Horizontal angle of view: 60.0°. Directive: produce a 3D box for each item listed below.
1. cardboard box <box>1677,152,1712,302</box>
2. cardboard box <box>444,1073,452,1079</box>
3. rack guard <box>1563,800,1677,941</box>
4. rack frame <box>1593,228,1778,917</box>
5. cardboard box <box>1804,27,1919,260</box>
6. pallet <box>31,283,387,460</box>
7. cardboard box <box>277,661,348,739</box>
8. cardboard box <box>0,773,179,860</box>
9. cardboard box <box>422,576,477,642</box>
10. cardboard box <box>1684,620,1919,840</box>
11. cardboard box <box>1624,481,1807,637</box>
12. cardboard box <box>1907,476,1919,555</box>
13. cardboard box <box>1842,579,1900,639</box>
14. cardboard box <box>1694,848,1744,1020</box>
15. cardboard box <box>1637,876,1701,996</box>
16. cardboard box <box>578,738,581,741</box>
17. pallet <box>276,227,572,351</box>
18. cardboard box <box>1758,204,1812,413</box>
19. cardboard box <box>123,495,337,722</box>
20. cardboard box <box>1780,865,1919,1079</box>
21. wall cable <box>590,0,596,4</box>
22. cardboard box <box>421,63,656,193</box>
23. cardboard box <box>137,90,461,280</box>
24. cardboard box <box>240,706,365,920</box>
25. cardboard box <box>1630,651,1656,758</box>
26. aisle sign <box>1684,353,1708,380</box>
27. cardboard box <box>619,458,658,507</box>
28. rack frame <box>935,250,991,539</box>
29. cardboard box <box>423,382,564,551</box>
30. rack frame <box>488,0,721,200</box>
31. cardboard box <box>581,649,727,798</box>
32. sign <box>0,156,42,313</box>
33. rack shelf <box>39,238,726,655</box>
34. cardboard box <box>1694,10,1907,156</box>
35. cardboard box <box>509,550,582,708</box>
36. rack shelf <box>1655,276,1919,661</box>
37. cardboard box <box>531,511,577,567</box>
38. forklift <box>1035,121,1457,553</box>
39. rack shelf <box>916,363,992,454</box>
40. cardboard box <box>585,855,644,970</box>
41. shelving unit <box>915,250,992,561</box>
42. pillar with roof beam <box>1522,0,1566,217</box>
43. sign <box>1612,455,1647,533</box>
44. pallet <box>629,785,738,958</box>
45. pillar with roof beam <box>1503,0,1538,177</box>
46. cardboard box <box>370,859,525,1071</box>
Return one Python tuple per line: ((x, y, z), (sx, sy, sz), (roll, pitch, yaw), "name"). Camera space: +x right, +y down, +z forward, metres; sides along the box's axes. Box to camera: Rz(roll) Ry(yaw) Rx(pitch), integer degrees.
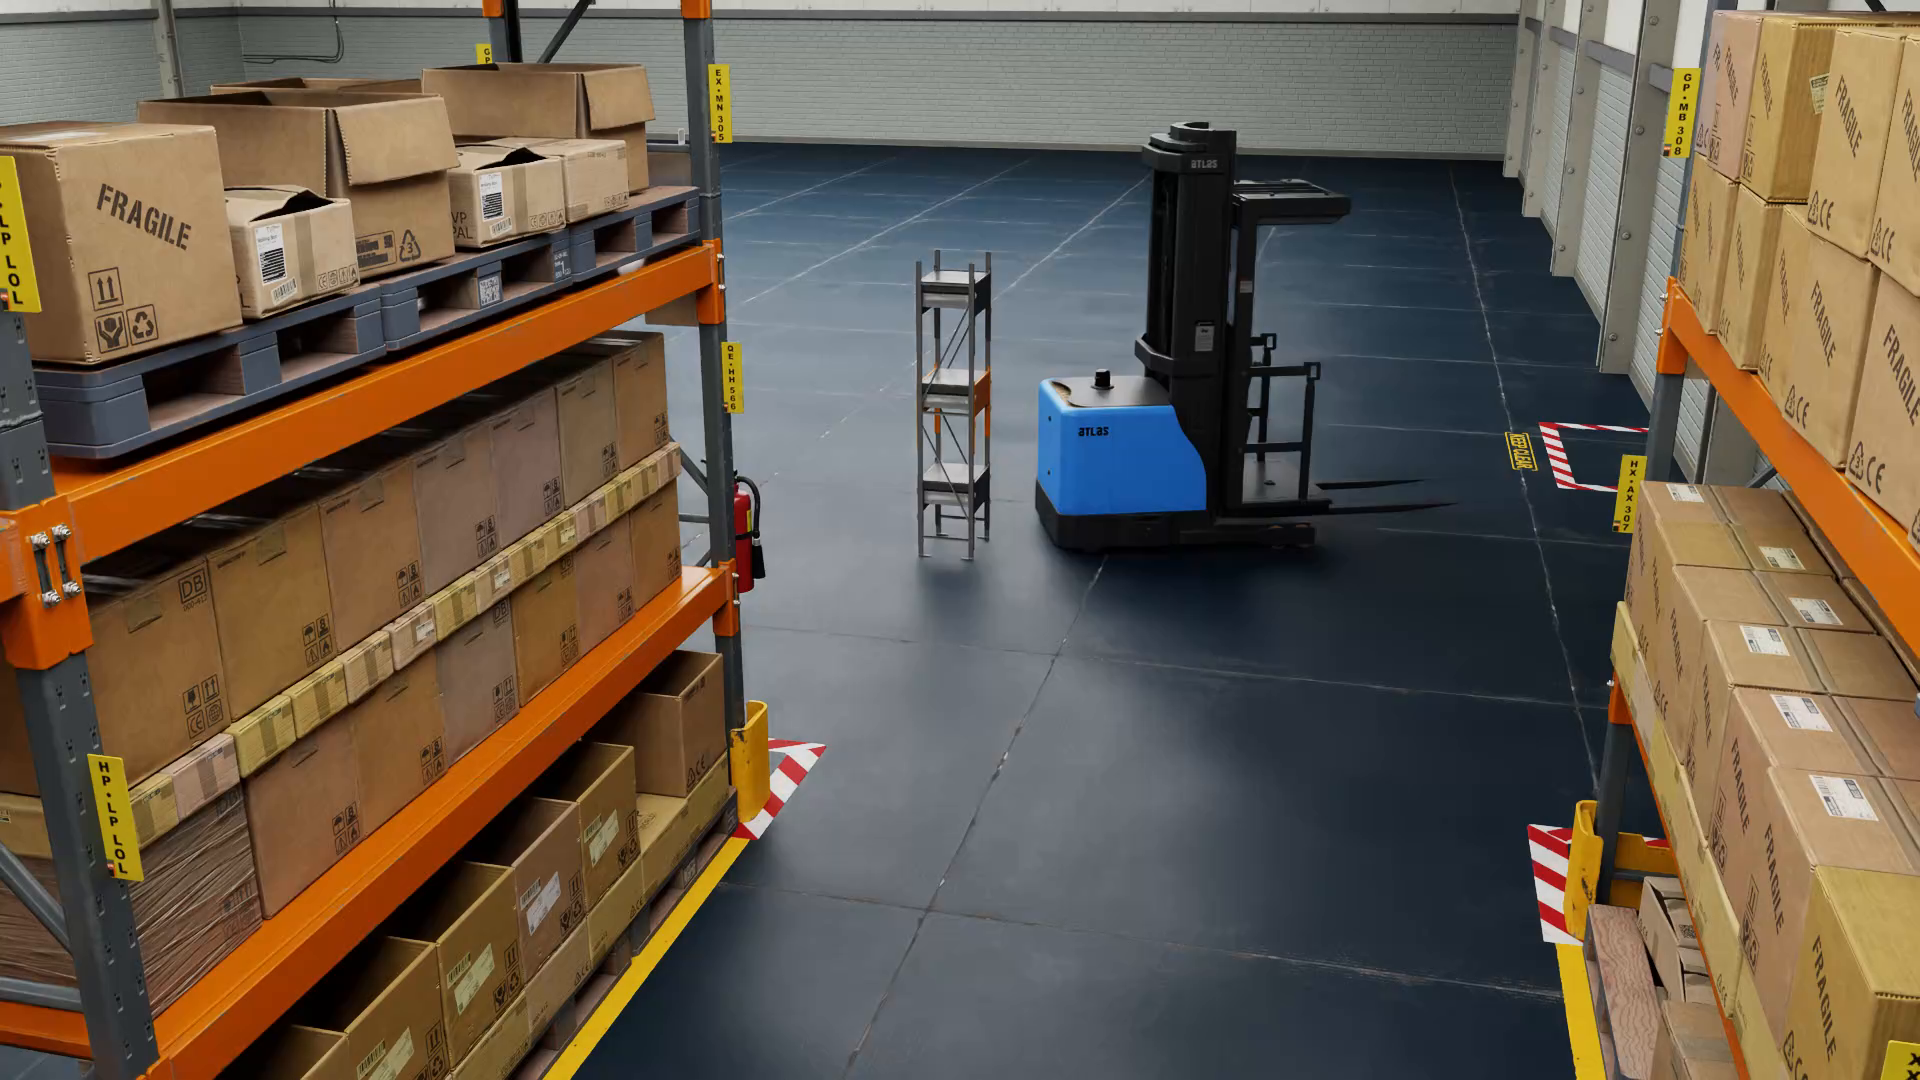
((2.924, -1.124, 6.011), (0.500, 0.500, 0.500), (5, 20, 15), "cardboard box")
((-1.999, 1.956, 5.425), (0.500, 0.250, 0.500), (5, 19, 13), "cardboard box")
((3.229, 1.474, 7.098), (1.175, 0.500, 0.348), (5, 19, 13), "rack guard")
((3.248, 0.267, 6.764), (1.000, 3.000, 0.127), (5, 19, 13), "rack frame")
((2.371, -0.944, 3.937), (0.500, 0.500, 0.500), (4, 19, 11), "cardboard box")
((-2.350, -0.516, 4.554), (1.003, 0.211, 1.213), (5, 19, 13), "pallet")
((-2.095, 0.466, 5.025), (0.380, 0.149, 0.250), (4, 19, 13), "cardboard box")
((-2.280, 0.708, 4.316), (0.380, 0.149, 0.250), (5, 19, 13), "cardboard box")
((-1.905, 0.222, 5.739), (0.380, 0.149, 0.250), (4, 19, 13), "cardboard box")
((2.463, 0.578, 4.895), (0.500, 0.500, 0.500), (5, 20, 15), "cardboard box")
((2.840, 0.100, 6.295), (0.500, 0.500, 0.500), (5, 19, 13), "cardboard box")
((2.155, -0.134, 3.112), (0.500, 0.500, 0.500), (5, 20, 15), "cardboard box")
((3.084, 0.458, 5.247), (0.500, 0.500, 0.500), (4, 19, 12), "cardboard box")
((2.330, 1.096, 4.540), (0.500, 0.250, 0.500), (5, 19, 13), "cardboard box")
((2.992, 1.541, 6.514), (0.500, 0.311, 0.500), (2, 19, 7), "cardboard box")
((-1.903, 1.130, 7.842), (0.500, 0.250, 0.500), (5, 19, 13), "cardboard box")
((-2.050, -0.897, 5.670), (1.003, 0.211, 1.213), (5, 19, 13), "pallet")
((2.525, -0.626, 4.552), (0.500, 0.500, 0.500), (6, 20, 17), "cardboard box")
((-2.309, 0.172, 4.882), (0.700, 0.500, 0.500), (5, 19, 13), "cardboard box")
((2.086, 1.055, 3.499), (0.500, 0.500, 0.500), (5, 19, 13), "cardboard box")
((-8.096, -15.848, 39.403), (2.305, 6.003, 0.169), (5, 19, 13), "wall cable")
((-1.701, -1.676, 6.788), (0.797, 0.503, 0.637), (6, 20, 17), "cardboard box")
((-2.009, -1.108, 5.126), (0.797, 0.503, 0.637), (7, 20, 19), "cardboard box")
((-2.309, 0.778, 5.114), (0.700, 0.500, 0.500), (4, 19, 13), "cardboard box")
((2.708, 0.621, 5.931), (0.500, 0.250, 0.500), (4, 19, 12), "cardboard box")
((2.975, -1.009, 6.479), (0.394, 0.787, 0.004), (5, 19, 13), "aisle sign")
((-1.528, -0.260, 7.150), (0.380, 0.149, 0.250), (5, 20, 15), "cardboard box")
((0.019, -1.018, 11.920), (0.400, 2.100, 0.015), (5, 19, 13), "rack frame")
((-1.941, -0.299, 6.260), (0.700, 0.500, 0.500), (5, 19, 14), "cardboard box")
((-1.556, -2.962, 6.936), (1.000, 3.000, 0.127), (5, 19, 13), "rack frame")
((-1.399, 0.816, 7.601), (0.500, 0.500, 0.500), (5, 19, 13), "cardboard box")
((-2.005, -0.642, 3.500), (0.100, 0.325, 0.005), (5, 19, 13), "sign")
((-2.045, -0.575, 5.702), (1.077, 0.370, 4.000), (5, 19, 13), "rack shelf")
((2.918, -1.581, 5.801), (0.500, 0.500, 0.500), (3, 19, 9), "cardboard box")
((-1.933, 0.295, 6.527), (0.700, 0.500, 0.500), (5, 19, 14), "cardboard box")
((2.759, -0.185, 4.560), (1.077, 0.370, 4.000), (5, 19, 13), "rack shelf")
((-1.717, -0.019, 6.444), (0.380, 0.149, 0.250), (5, 20, 15), "cardboard box")
((2.132, -1.490, 12.016), (3.031, 2.935, 1.130), (-3, 19, -7), "forklift")
((-0.040, -0.929, 11.701), (0.431, 0.518, 0.480), (5, 19, 13), "rack shelf")
((-1.632, 1.486, 6.801), (0.500, 0.250, 0.500), (5, 19, 13), "cardboard box")
((-0.040, -0.942, 11.696), (0.431, 2.100, 0.503), (5, 19, 13), "shelving unit")
((5.605, -10.146, 27.971), (9.100, 9.000, 0.400), (5, 19, 13), "pillar with roof beam")
((2.722, -0.185, 6.750), (0.100, 0.325, 0.005), (5, 19, 13), "sign")
((-1.703, 1.440, 7.645), (1.003, 0.211, 1.213), (5, 19, 13), "pallet")
((7.071, -12.027, 33.477), (9.100, 9.000, 0.400), (5, 19, 13), "pillar with roof beam")
((-1.873, 1.445, 5.762), (0.500, 0.500, 0.500), (5, 19, 13), "cardboard box")
